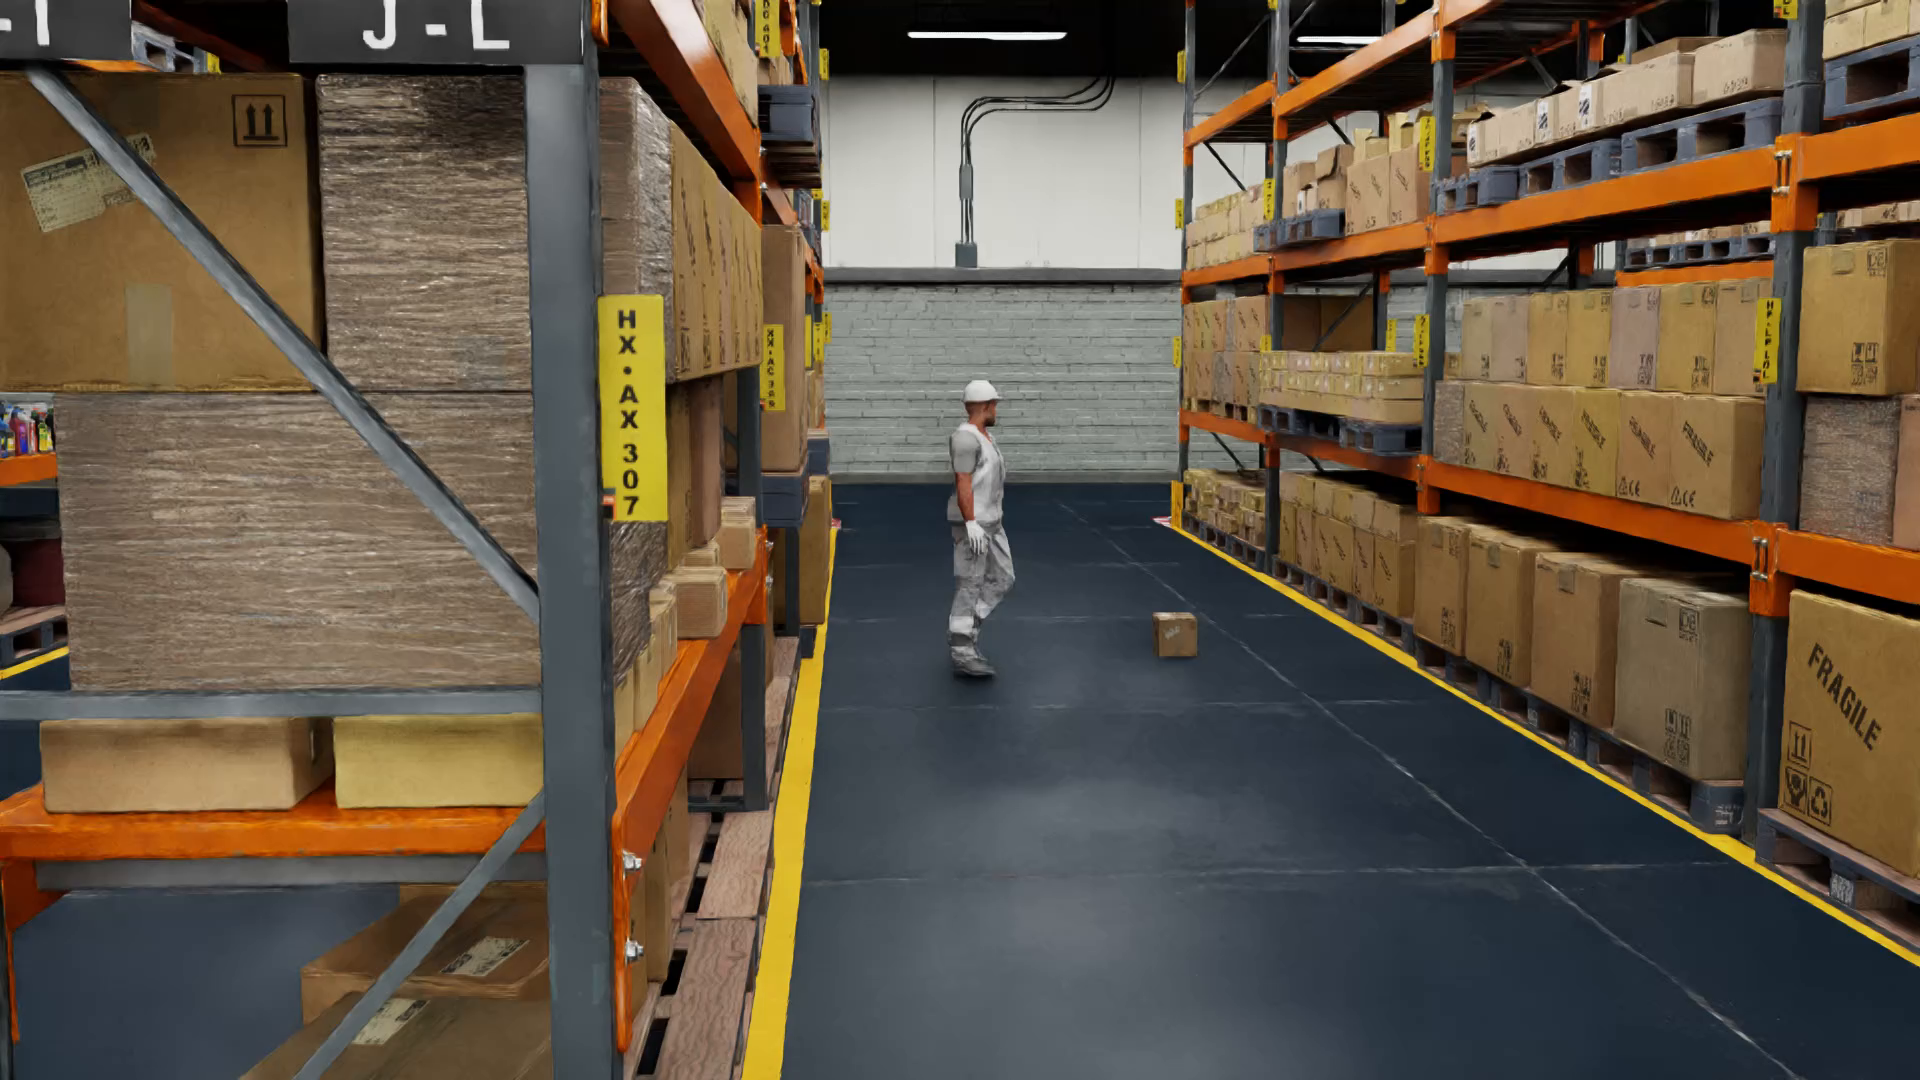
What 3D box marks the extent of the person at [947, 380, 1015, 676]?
[{"bbox_3d":[0.081,-0.085,10.229,0.430,1.789,0.594,2,7,20],"label":"person"}]
